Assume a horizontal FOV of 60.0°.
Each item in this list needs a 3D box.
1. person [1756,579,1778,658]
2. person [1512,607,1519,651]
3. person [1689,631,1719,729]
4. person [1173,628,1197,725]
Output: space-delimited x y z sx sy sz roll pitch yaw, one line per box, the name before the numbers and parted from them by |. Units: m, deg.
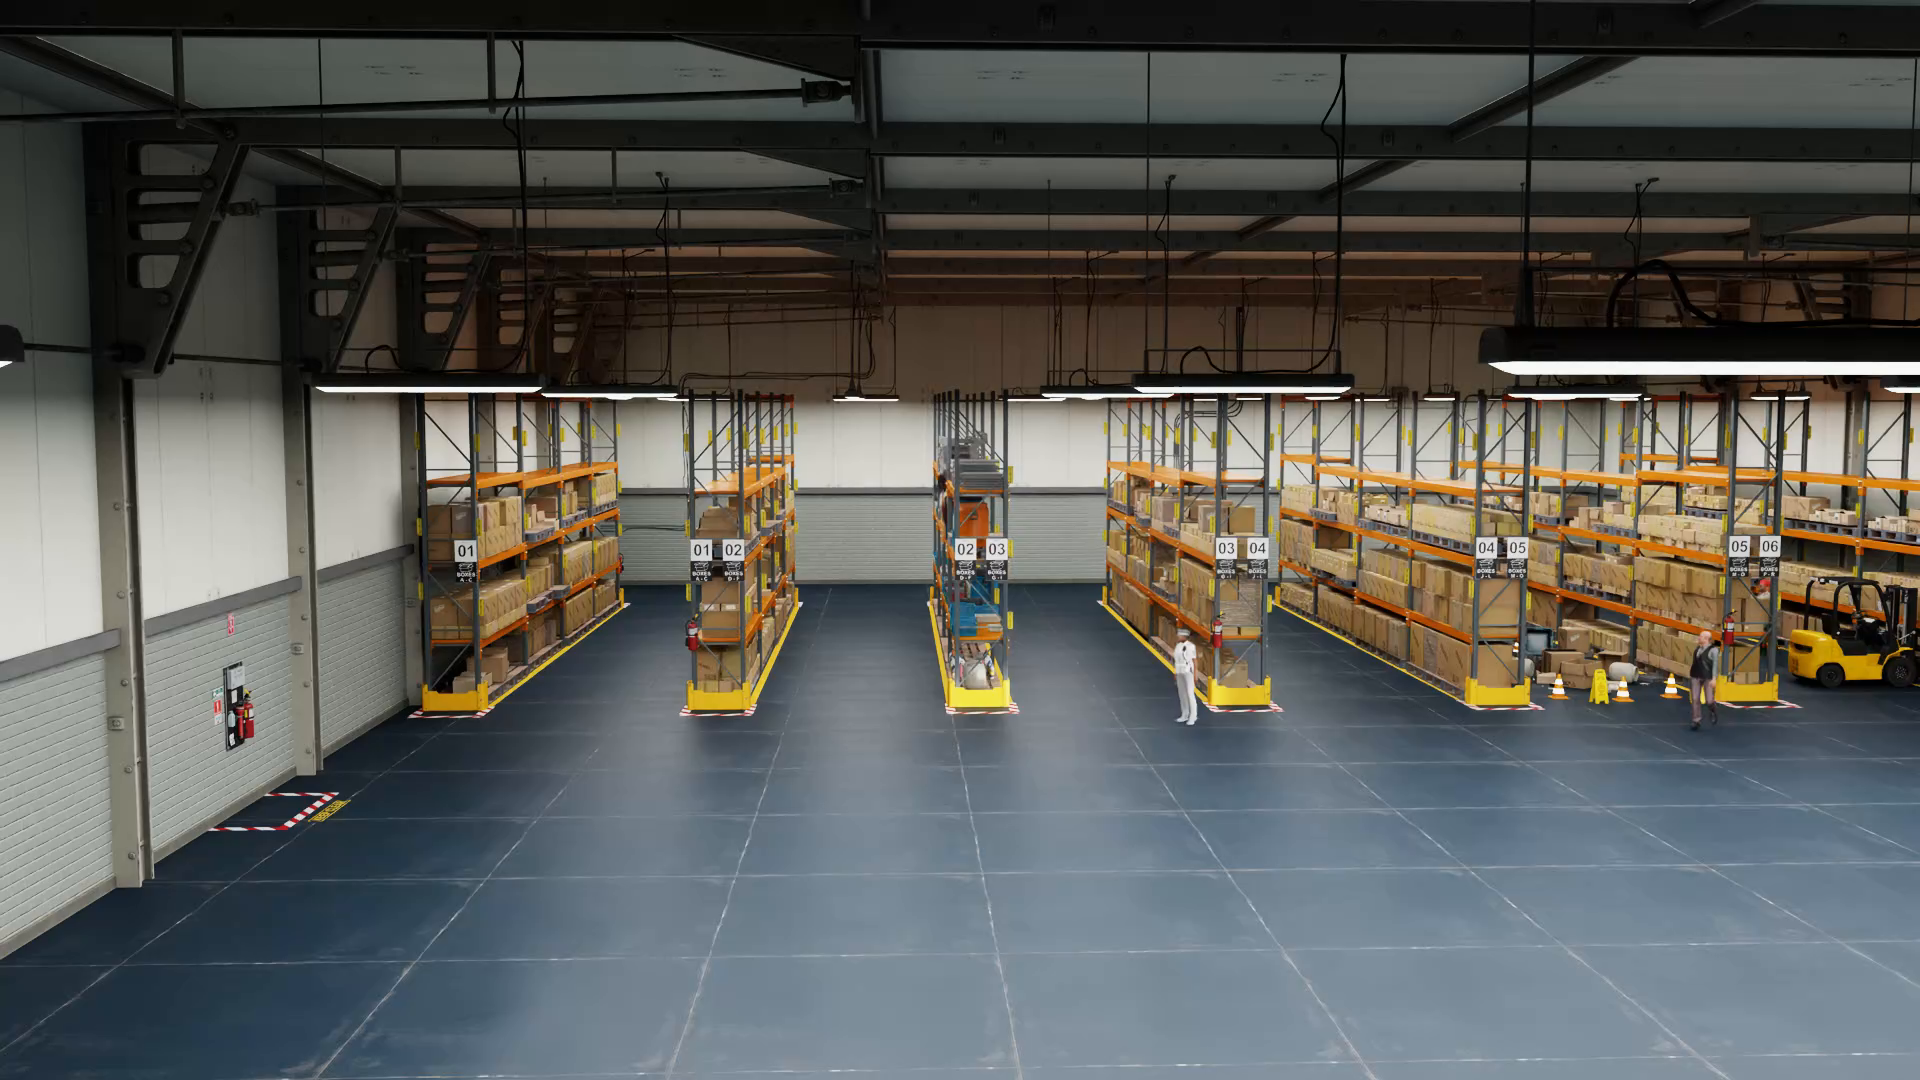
person | 18.093 1.776 37.394 0.521 1.787 0.576 4 6 43
person | 12.851 1.703 38.436 0.520 1.806 0.610 3 5 29
person | 13.149 2.457 29.346 0.502 1.714 0.624 4 6 40
person | 4.056 2.455 29.998 0.366 1.726 0.533 -4 6 -41
